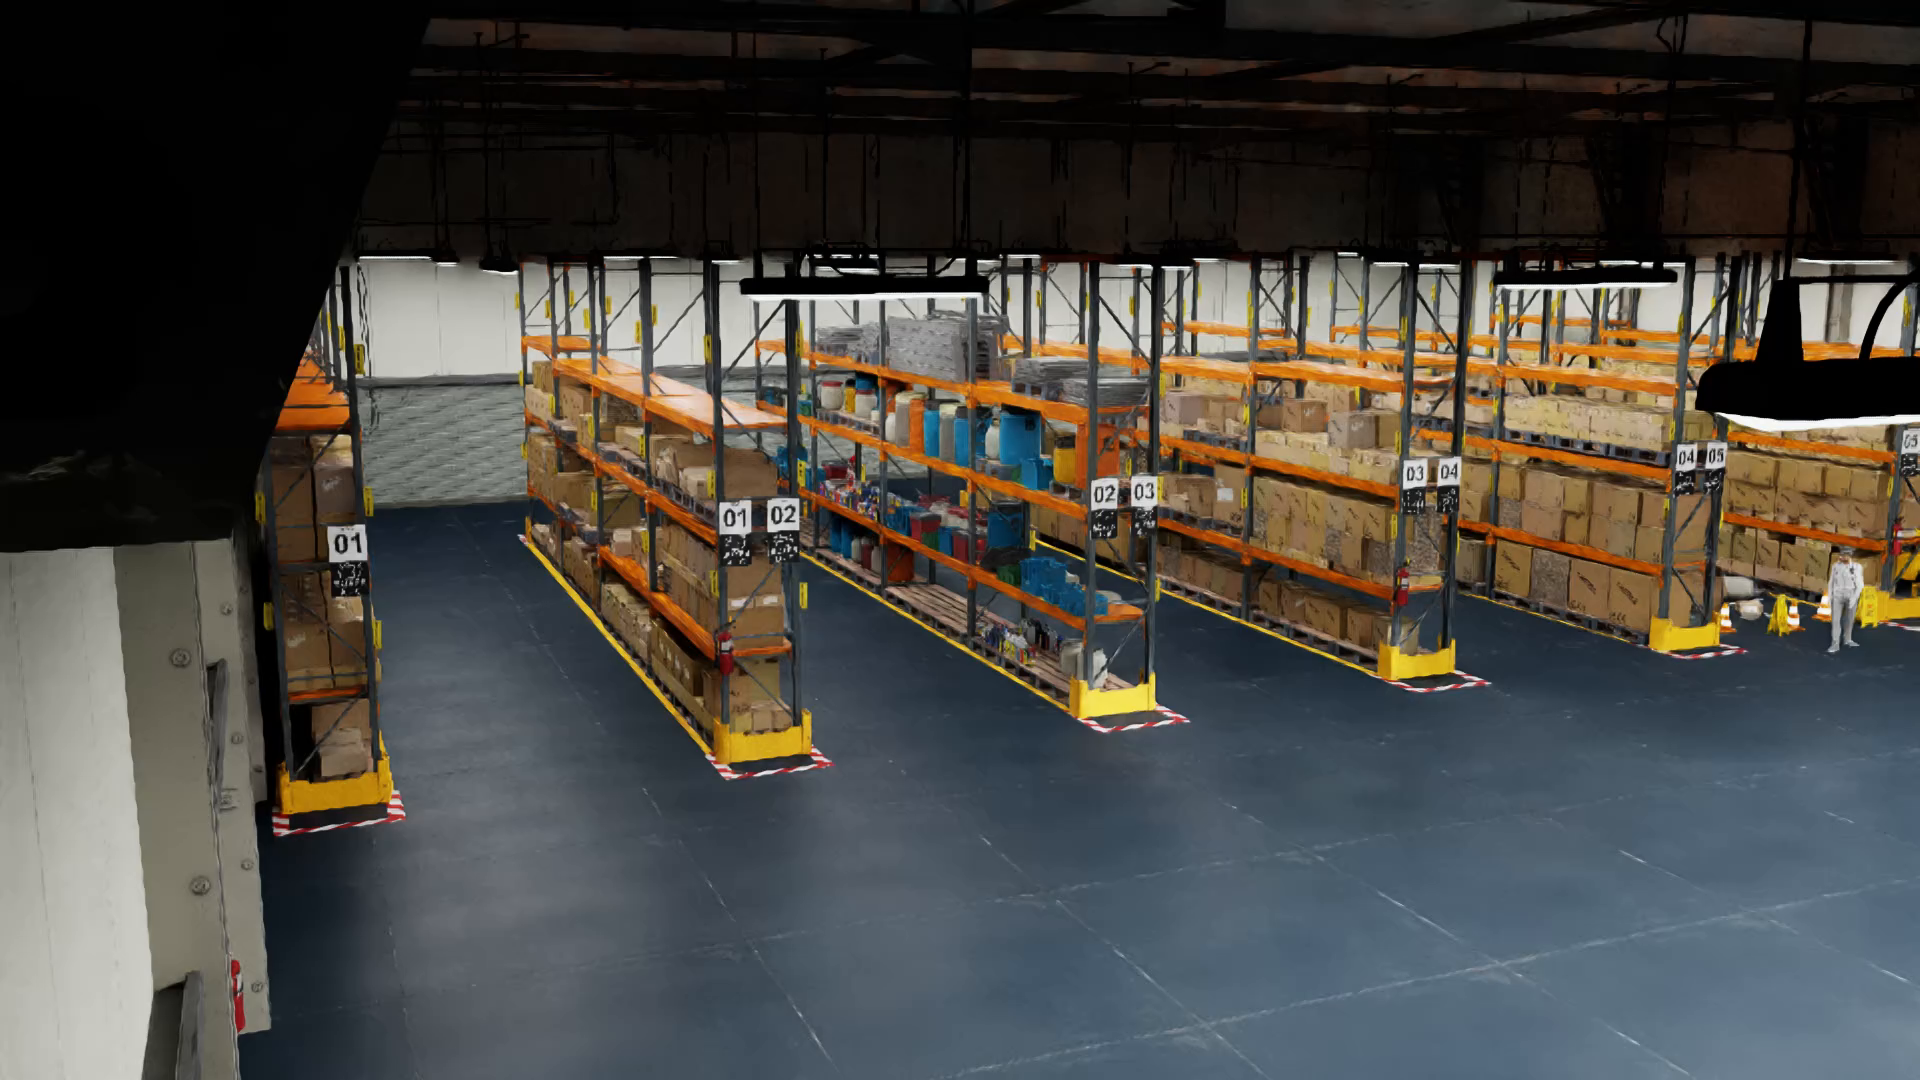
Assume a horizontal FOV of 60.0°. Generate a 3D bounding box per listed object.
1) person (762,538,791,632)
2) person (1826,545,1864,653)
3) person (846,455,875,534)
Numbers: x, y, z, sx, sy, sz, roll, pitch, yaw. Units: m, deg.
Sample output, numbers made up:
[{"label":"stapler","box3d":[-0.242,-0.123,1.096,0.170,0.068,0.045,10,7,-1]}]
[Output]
[{"label":"person","box3d":[-3.023,0.690,26.668,0.482,1.622,0.994,-6,12,-31]},{"label":"person","box3d":[13.634,0.883,25.614,0.500,1.656,0.681,7,13,35]},{"label":"person","box3d":[-2.228,-0.959,35.410,0.528,1.728,1.032,-6,12,-30]}]
